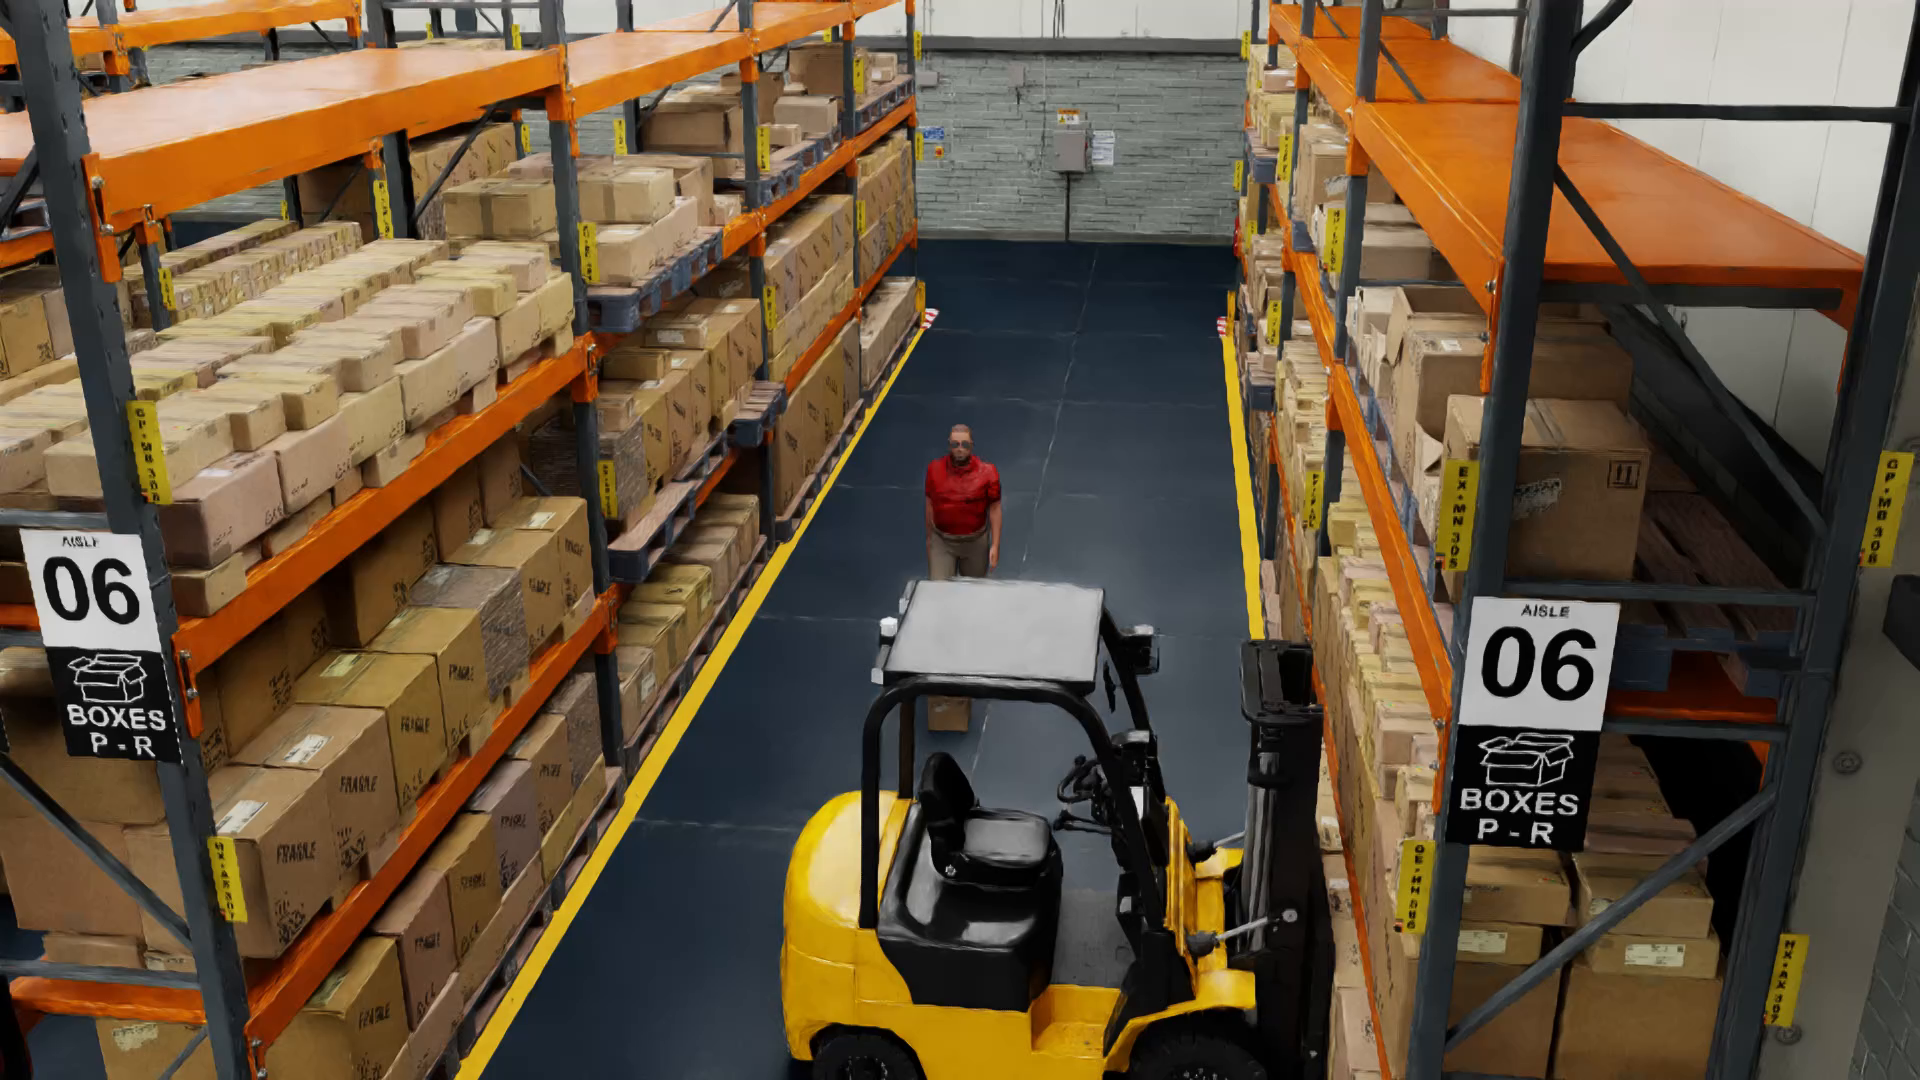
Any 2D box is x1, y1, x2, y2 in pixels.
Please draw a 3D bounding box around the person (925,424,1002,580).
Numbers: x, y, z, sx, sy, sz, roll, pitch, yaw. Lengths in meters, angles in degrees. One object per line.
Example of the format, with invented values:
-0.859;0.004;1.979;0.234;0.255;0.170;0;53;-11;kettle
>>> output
0.013;0.063;11.347;0.539;1.723;0.705;1;21;4;person
